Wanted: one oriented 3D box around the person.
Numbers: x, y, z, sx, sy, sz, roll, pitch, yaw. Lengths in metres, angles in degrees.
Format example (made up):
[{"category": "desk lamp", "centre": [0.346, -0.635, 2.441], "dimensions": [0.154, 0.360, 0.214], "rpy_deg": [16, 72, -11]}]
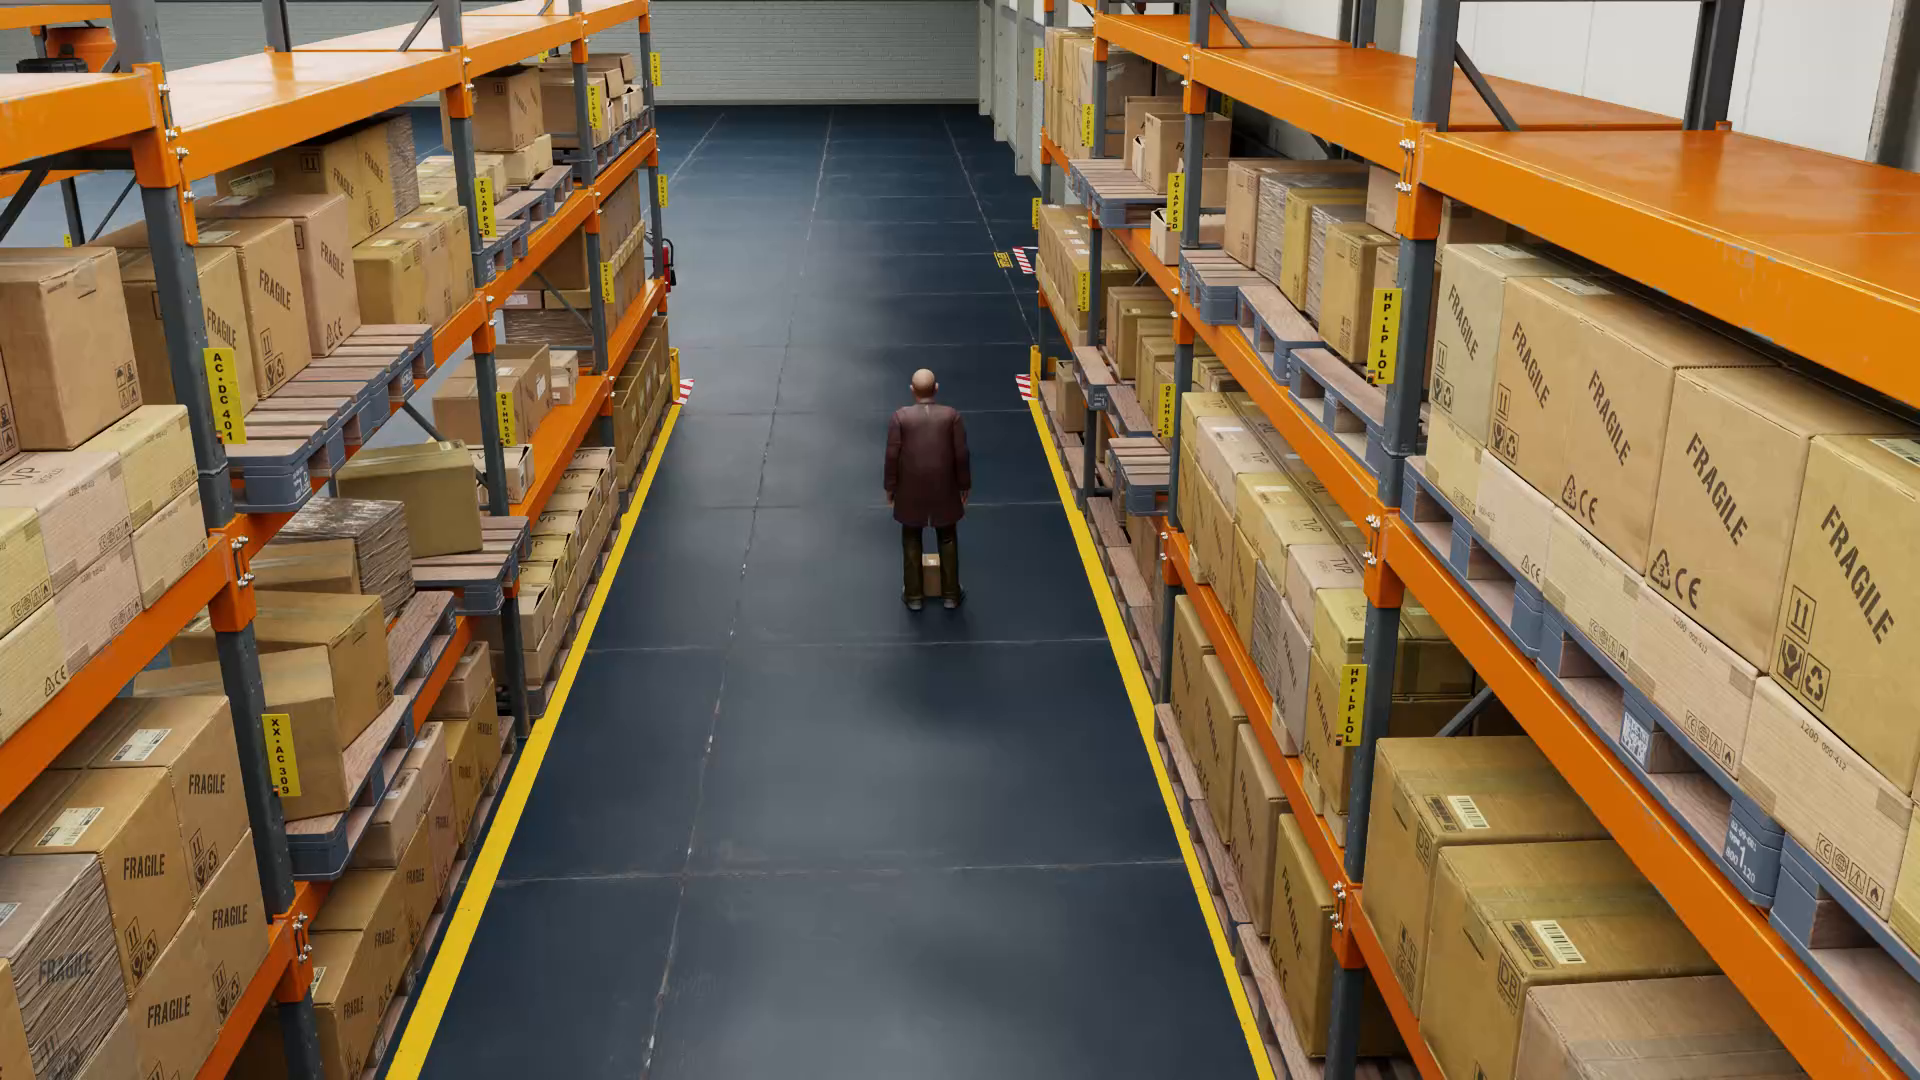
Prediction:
[{"category": "person", "centre": [-0.235, -0.366, 12.097], "dimensions": [0.644, 1.774, 0.427], "rpy_deg": [-1, 20, -3]}]
